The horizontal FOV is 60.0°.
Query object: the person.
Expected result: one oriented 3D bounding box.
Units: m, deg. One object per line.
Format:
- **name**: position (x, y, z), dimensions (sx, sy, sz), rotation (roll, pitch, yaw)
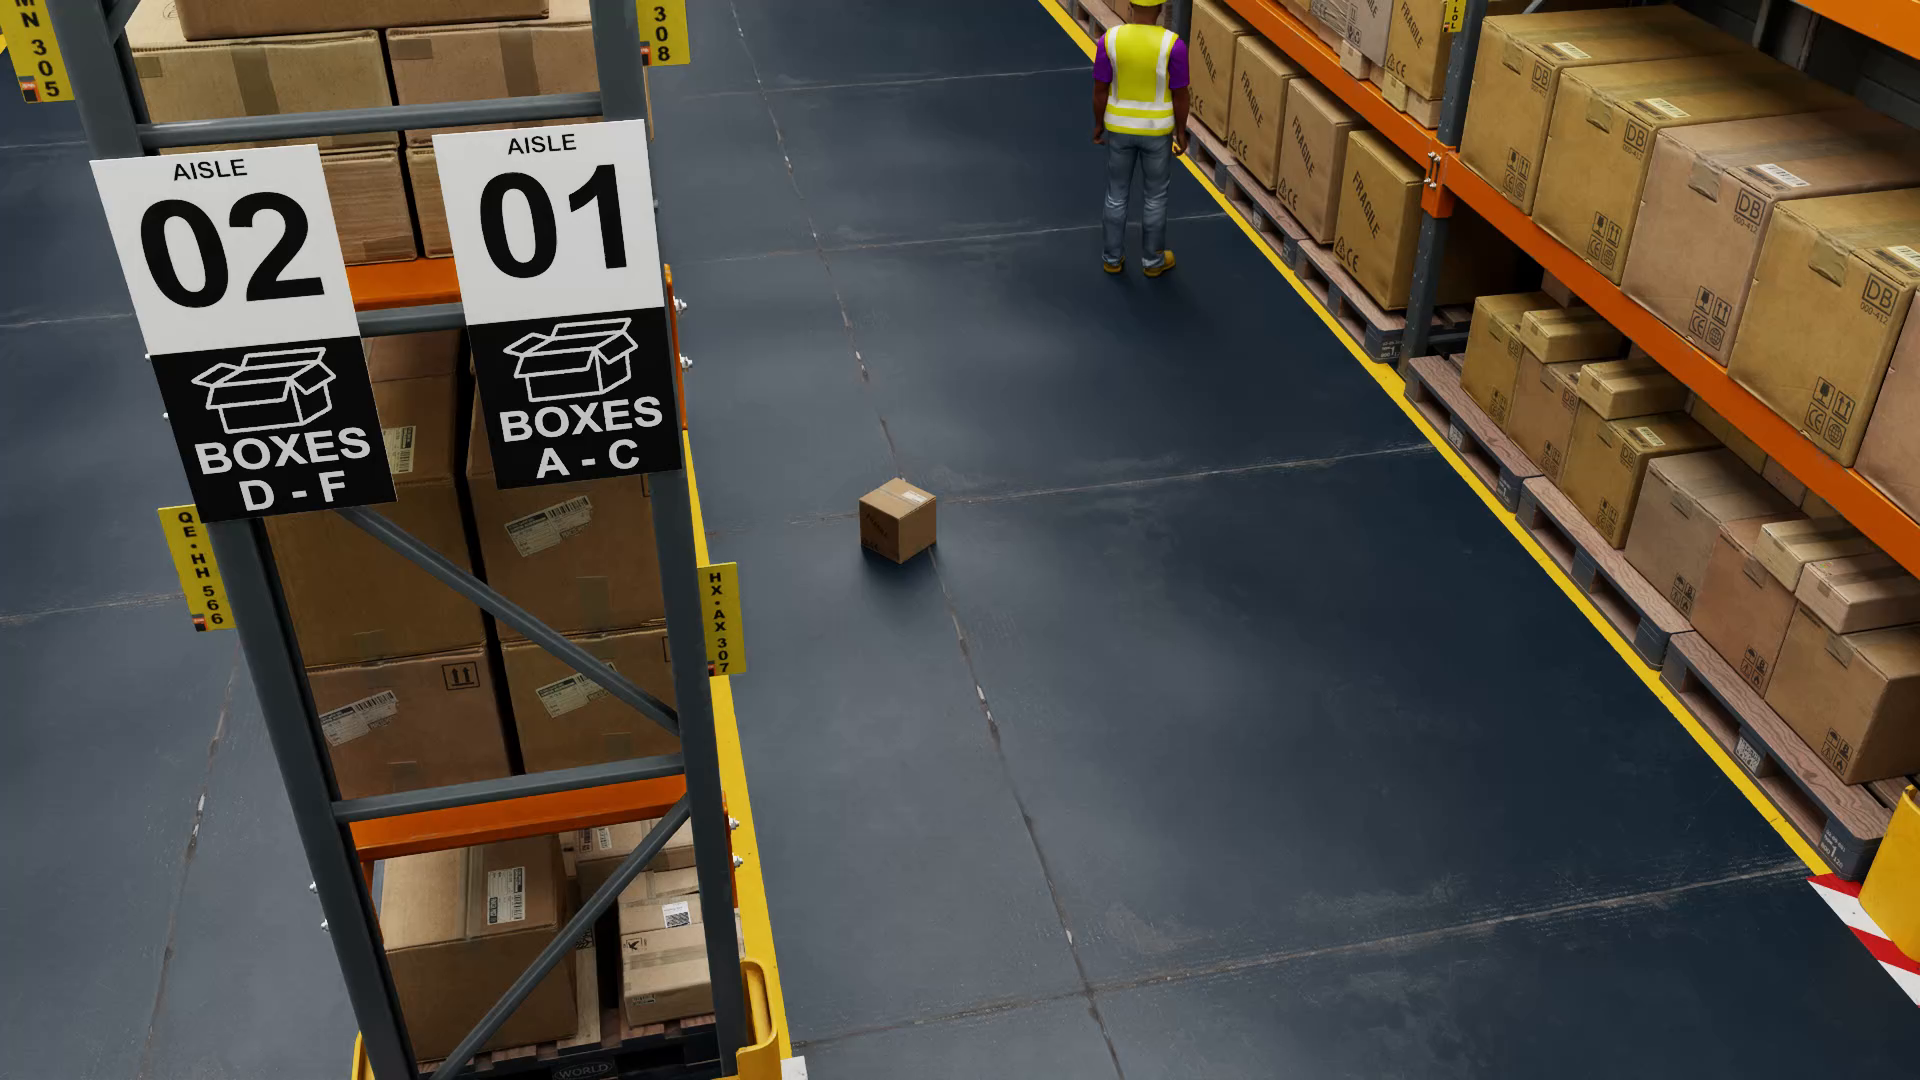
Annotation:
- **person**: position (1.049, -2.392, 9.643), dimensions (0.564, 1.772, 0.374), rotation (10, 35, 14)
